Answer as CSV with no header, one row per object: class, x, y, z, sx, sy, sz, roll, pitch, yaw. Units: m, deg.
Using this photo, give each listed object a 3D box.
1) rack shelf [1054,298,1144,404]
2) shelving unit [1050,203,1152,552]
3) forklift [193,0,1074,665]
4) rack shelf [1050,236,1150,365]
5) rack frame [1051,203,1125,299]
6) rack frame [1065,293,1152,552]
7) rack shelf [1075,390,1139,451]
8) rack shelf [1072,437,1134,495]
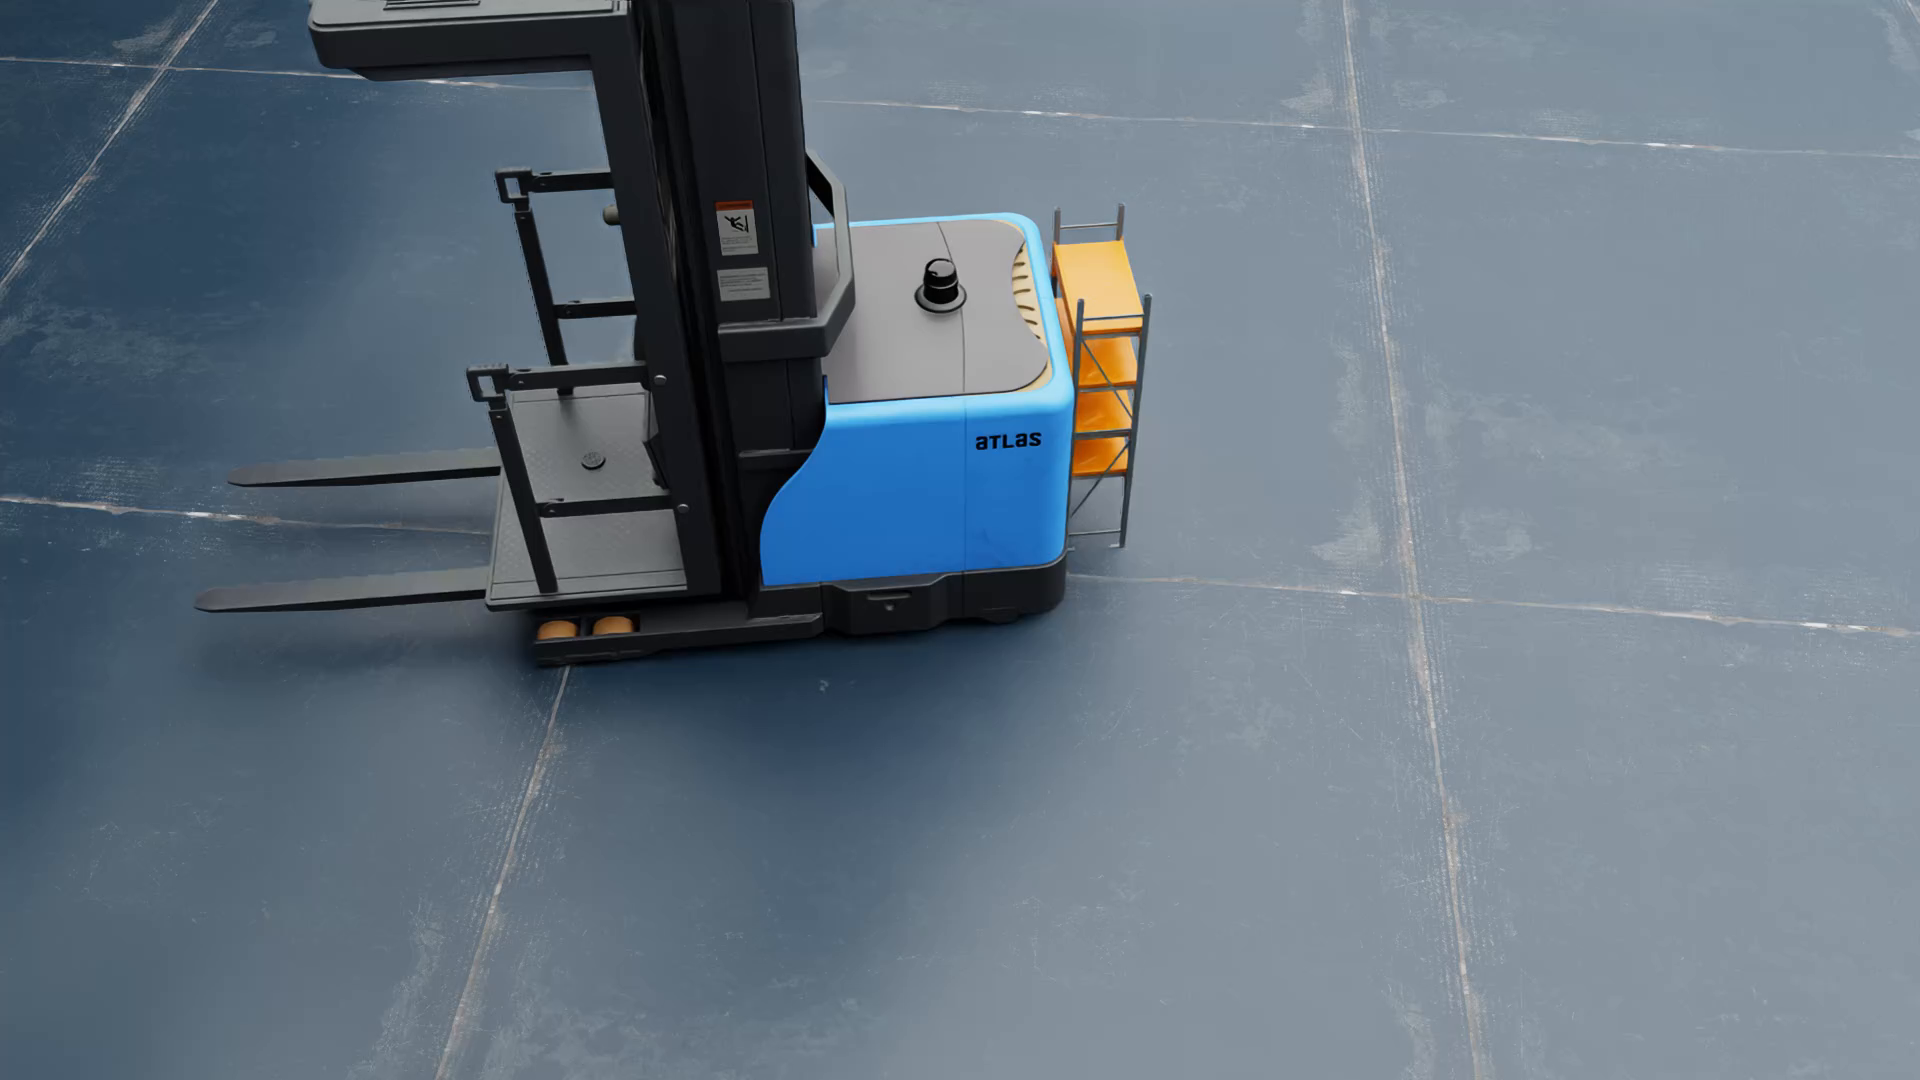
rack shelf,0.470,-0.658,5.827,0.258,0.148,0.480,-5,48,-4
shelving unit,0.470,-0.553,5.942,0.258,1.200,0.503,-5,48,-4
forklift,-1.174,-0.963,5.145,3.031,2.935,1.130,-4,48,-4
rack shelf,0.470,-0.818,5.652,0.258,0.148,0.480,-5,48,-4
rack frame,0.443,-0.732,6.106,0.240,1.200,0.015,-5,48,-4
rack frame,0.497,-0.374,5.779,0.240,1.200,0.015,-5,48,-4
rack shelf,0.470,-0.507,5.992,0.258,0.148,0.480,-5,48,-4
rack shelf,0.470,-0.373,6.139,0.258,0.148,0.480,-5,48,-4
